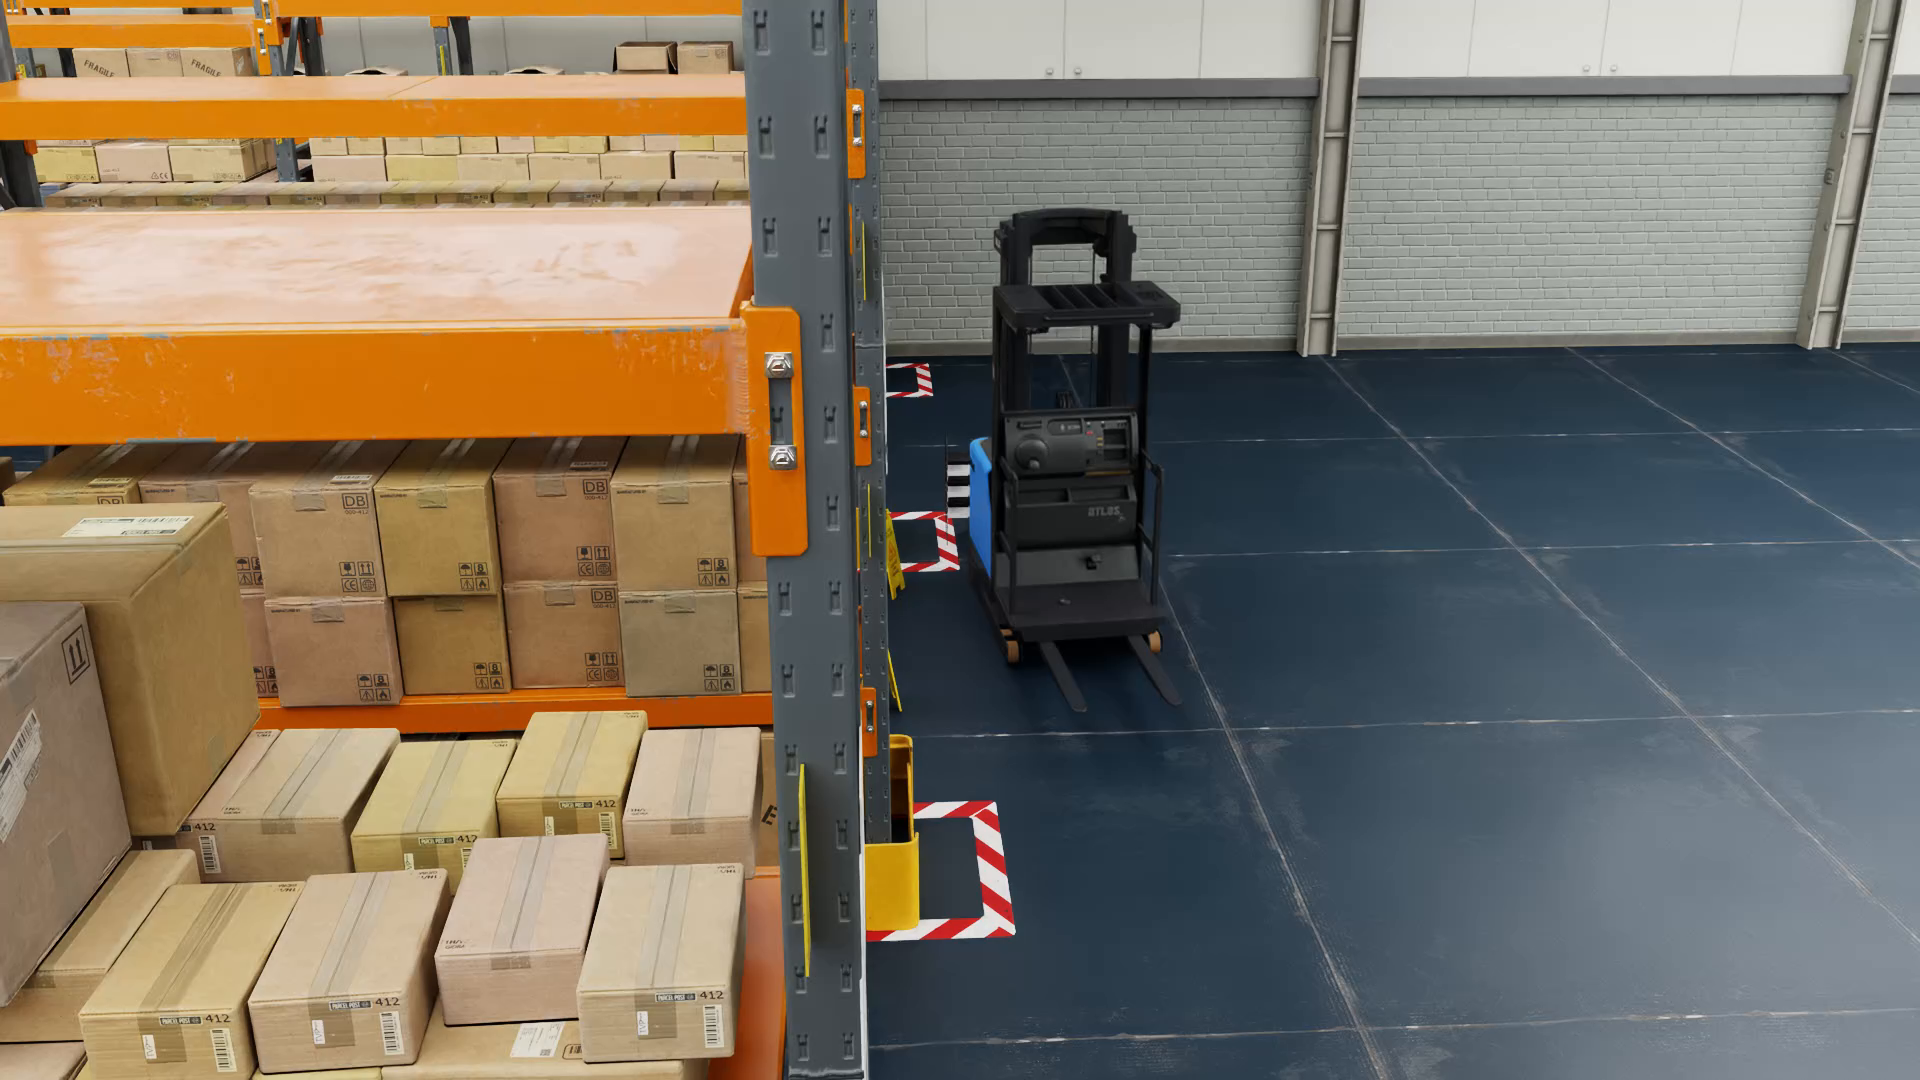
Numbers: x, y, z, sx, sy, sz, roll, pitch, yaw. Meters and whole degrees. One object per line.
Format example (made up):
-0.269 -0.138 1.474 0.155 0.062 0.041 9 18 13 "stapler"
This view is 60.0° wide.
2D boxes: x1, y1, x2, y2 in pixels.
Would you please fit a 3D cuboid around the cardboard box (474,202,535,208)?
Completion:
-2.022 -1.377 7.308 0.250 0.149 0.380 -1 21 -4 "cardboard box"

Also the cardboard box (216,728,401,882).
-1.327 0.539 3.423 0.250 0.149 0.380 0 21 -1 "cardboard box"

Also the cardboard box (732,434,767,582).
-0.808 -0.211 8.231 0.550 0.550 0.875 -1 21 -3 "cardboard box"

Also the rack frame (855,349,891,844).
-0.435 0.370 8.433 0.127 3.000 1.000 -1 21 -3 "rack frame"

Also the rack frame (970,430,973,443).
0.094 -0.422 13.466 0.006 0.900 0.240 -1 21 -3 "rack frame"

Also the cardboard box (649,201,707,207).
-1.258 -1.393 7.350 0.250 0.149 0.380 -1 21 -2 "cardboard box"

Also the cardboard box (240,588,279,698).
-3.513 0.350 8.275 0.550 0.550 0.875 -1 21 -3 "cardboard box"

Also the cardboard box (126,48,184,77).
-7.858 -4.652 16.538 0.500 0.500 0.700 -2 21 -4 "cardboard box"

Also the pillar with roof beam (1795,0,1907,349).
10.374 -4.974 14.037 0.400 9.000 9.100 -1 21 -3 "pillar with roof beam"

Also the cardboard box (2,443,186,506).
-4.059 -0.119 7.989 0.550 0.550 0.875 -1 21 -3 "cardboard box"

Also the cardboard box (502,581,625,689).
-1.917 0.309 8.382 0.550 0.550 0.875 -1 21 -3 "cardboard box"

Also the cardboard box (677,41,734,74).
-2.562 -4.760 16.821 0.500 0.500 0.700 -1 21 -3 "cardboard box"

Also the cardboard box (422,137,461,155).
-3.693 -2.866 11.950 0.250 0.149 0.380 -1 21 -3 "cardboard box"

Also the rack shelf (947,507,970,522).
-0.008 -0.221 13.536 0.200 0.077 0.258 -1 21 -3 "rack shelf"

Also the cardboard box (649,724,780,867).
-1.109 1.204 8.639 0.875 0.875 0.875 -1 21 -3 "cardboard box"

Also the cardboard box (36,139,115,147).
-6.401 -2.981 11.938 0.500 0.250 0.500 -1 21 -2 "cardboard box"

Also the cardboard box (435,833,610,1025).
-0.779 0.696 3.012 0.250 0.149 0.380 -2 21 -5 "cardboard box"

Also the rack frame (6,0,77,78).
-9.093 -5.791 16.183 0.127 3.000 1.000 -1 21 -3 "rack frame"

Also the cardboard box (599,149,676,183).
-2.334 -2.729 12.150 0.500 0.250 0.500 -1 21 -2 "cardboard box"

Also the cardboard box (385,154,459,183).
-3.843 -2.701 12.077 0.500 0.250 0.500 -1 21 -3 "cardboard box"

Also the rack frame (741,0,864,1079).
-0.253 -0.670 2.733 0.127 3.000 1.000 -1 21 -3 "rack frame"

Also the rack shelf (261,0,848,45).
-2.816 -3.812 12.001 4.000 0.370 1.077 -1 21 -3 "rack shelf"

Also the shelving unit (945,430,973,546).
-0.008 -0.420 13.460 0.210 0.900 0.258 -1 21 -3 "shelving unit"

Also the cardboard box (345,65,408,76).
-5.808 -4.570 16.588 0.500 0.311 0.500 -2 21 -5 "cardboard box"

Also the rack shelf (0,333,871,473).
-2.432 -0.655 7.921 4.000 0.370 1.077 -1 21 -3 "rack shelf"

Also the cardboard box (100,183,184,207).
-3.829 -1.575 7.827 0.250 0.149 0.380 -1 21 -3 "cardboard box"

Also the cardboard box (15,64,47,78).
-9.476 -4.735 16.858 0.250 0.149 0.380 -2 21 -5 "cardboard box"

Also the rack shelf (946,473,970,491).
-0.008 -0.473 13.440 0.200 0.077 0.258 -1 21 -3 "rack shelf"

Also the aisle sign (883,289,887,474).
-0.347 -0.740 7.695 0.004 0.787 0.394 -1 21 -3 "aisle sign"

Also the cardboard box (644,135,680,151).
-2.154 -2.939 12.142 0.250 0.149 0.380 -1 21 -3 "cardboard box"

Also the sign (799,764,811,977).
-0.241 0.516 2.590 0.005 0.325 0.100 -1 21 -3 "sign"

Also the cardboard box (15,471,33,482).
-7.505 -0.218 13.080 0.625 0.372 0.950 -2 21 -4 "cardboard box"

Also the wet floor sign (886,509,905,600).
-0.568 0.090 12.477 0.232 0.644 0.267 6 22 16 "wet floor sign"

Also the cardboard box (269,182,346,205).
-3.070 -1.590 7.868 0.250 0.149 0.380 -1 21 -3 "cardboard box"

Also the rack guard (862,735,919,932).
-0.411 1.538 8.879 0.348 0.500 1.175 -1 21 -3 "rack guard"

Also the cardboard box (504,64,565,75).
-4.255 -4.602 16.671 0.500 0.311 0.500 -1 21 -2 "cardboard box"

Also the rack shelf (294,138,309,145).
-7.096 -4.093 16.952 4.000 0.370 1.077 -1 21 -3 "rack shelf"

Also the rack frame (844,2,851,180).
-0.819 -4.190 11.979 0.127 3.000 1.000 -1 21 -3 "rack frame"

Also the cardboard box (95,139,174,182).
-5.893 -2.761 12.063 0.500 0.250 0.500 -1 21 -2 "cardboard box"

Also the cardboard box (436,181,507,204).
-2.311 -1.606 7.908 0.250 0.149 0.380 -1 21 -2 "cardboard box"

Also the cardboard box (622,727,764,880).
-0.541 0.539 3.423 0.250 0.149 0.380 -1 21 -3 "cardboard box"

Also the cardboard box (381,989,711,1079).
-0.720 0.902 3.030 0.500 0.250 0.500 -1 21 -2 "cardboard box"

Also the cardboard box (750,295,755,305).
-0.908 -1.235 7.494 0.500 0.250 0.500 -1 21 -2 "cardboard box"

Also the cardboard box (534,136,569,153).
-2.932 -2.914 12.075 0.250 0.149 0.380 -1 21 -2 "cardboard box"

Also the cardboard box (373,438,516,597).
-2.440 -0.147 8.063 0.500 0.550 0.875 -1 21 -3 "cardboard box"

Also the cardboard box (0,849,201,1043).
-1.549 0.715 2.962 0.250 0.149 0.380 -1 21 -2 "cardboard box"

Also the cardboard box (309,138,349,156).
-4.479 -2.853 11.914 0.250 0.149 0.380 -2 21 -4 "cardboard box"

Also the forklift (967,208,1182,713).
0.801 -0.656 11.225 1.130 2.935 3.031 -3 21 -9 "forklift"

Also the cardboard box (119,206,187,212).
-3.539 -1.346 7.227 0.250 0.149 0.380 -1 21 -4 "cardboard box"

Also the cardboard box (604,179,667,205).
-1.545 -1.621 7.950 0.250 0.149 0.380 -1 21 -2 "cardboard box"

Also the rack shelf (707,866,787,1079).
-2.250 1.109 3.288 4.000 0.370 1.077 -1 21 -3 "rack shelf"

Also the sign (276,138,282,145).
-4.777 -2.936 11.620 0.005 0.325 0.100 -1 21 -3 "sign"

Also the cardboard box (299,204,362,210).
-2.775 -1.362 7.268 0.250 0.149 0.380 -1 21 -3 "cardboard box"
